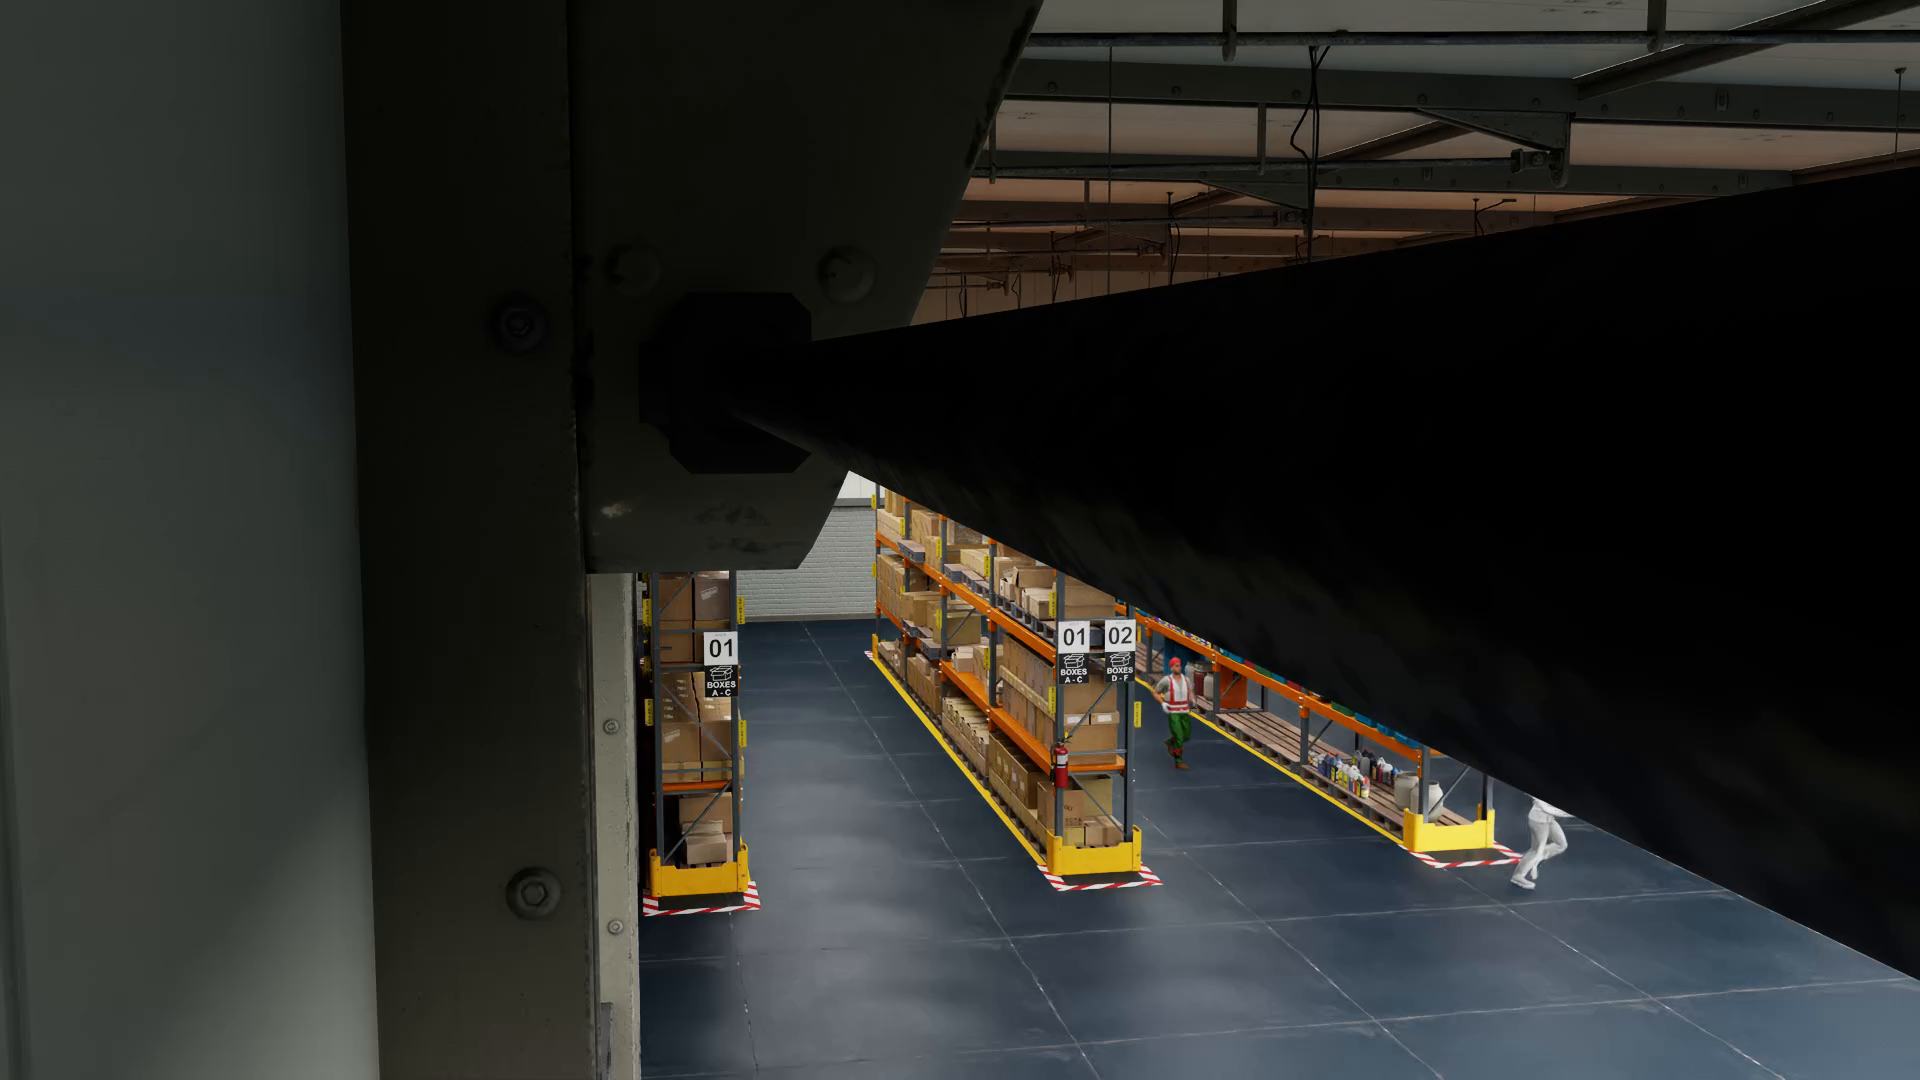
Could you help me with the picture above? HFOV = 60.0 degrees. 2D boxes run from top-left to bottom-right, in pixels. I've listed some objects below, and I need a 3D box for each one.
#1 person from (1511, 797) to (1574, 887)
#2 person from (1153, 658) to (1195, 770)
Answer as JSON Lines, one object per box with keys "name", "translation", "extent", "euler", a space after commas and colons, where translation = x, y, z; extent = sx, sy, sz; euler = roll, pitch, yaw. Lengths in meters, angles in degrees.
{"name": "person", "translation": [7.141, 3.422, 20.305], "extent": [0.715, 1.654, 0.643], "euler": [3, 7, 28]}
{"name": "person", "translation": [3.413, 2.730, 26.353], "extent": [0.663, 1.746, 0.780], "euler": [-2, 6, -23]}
